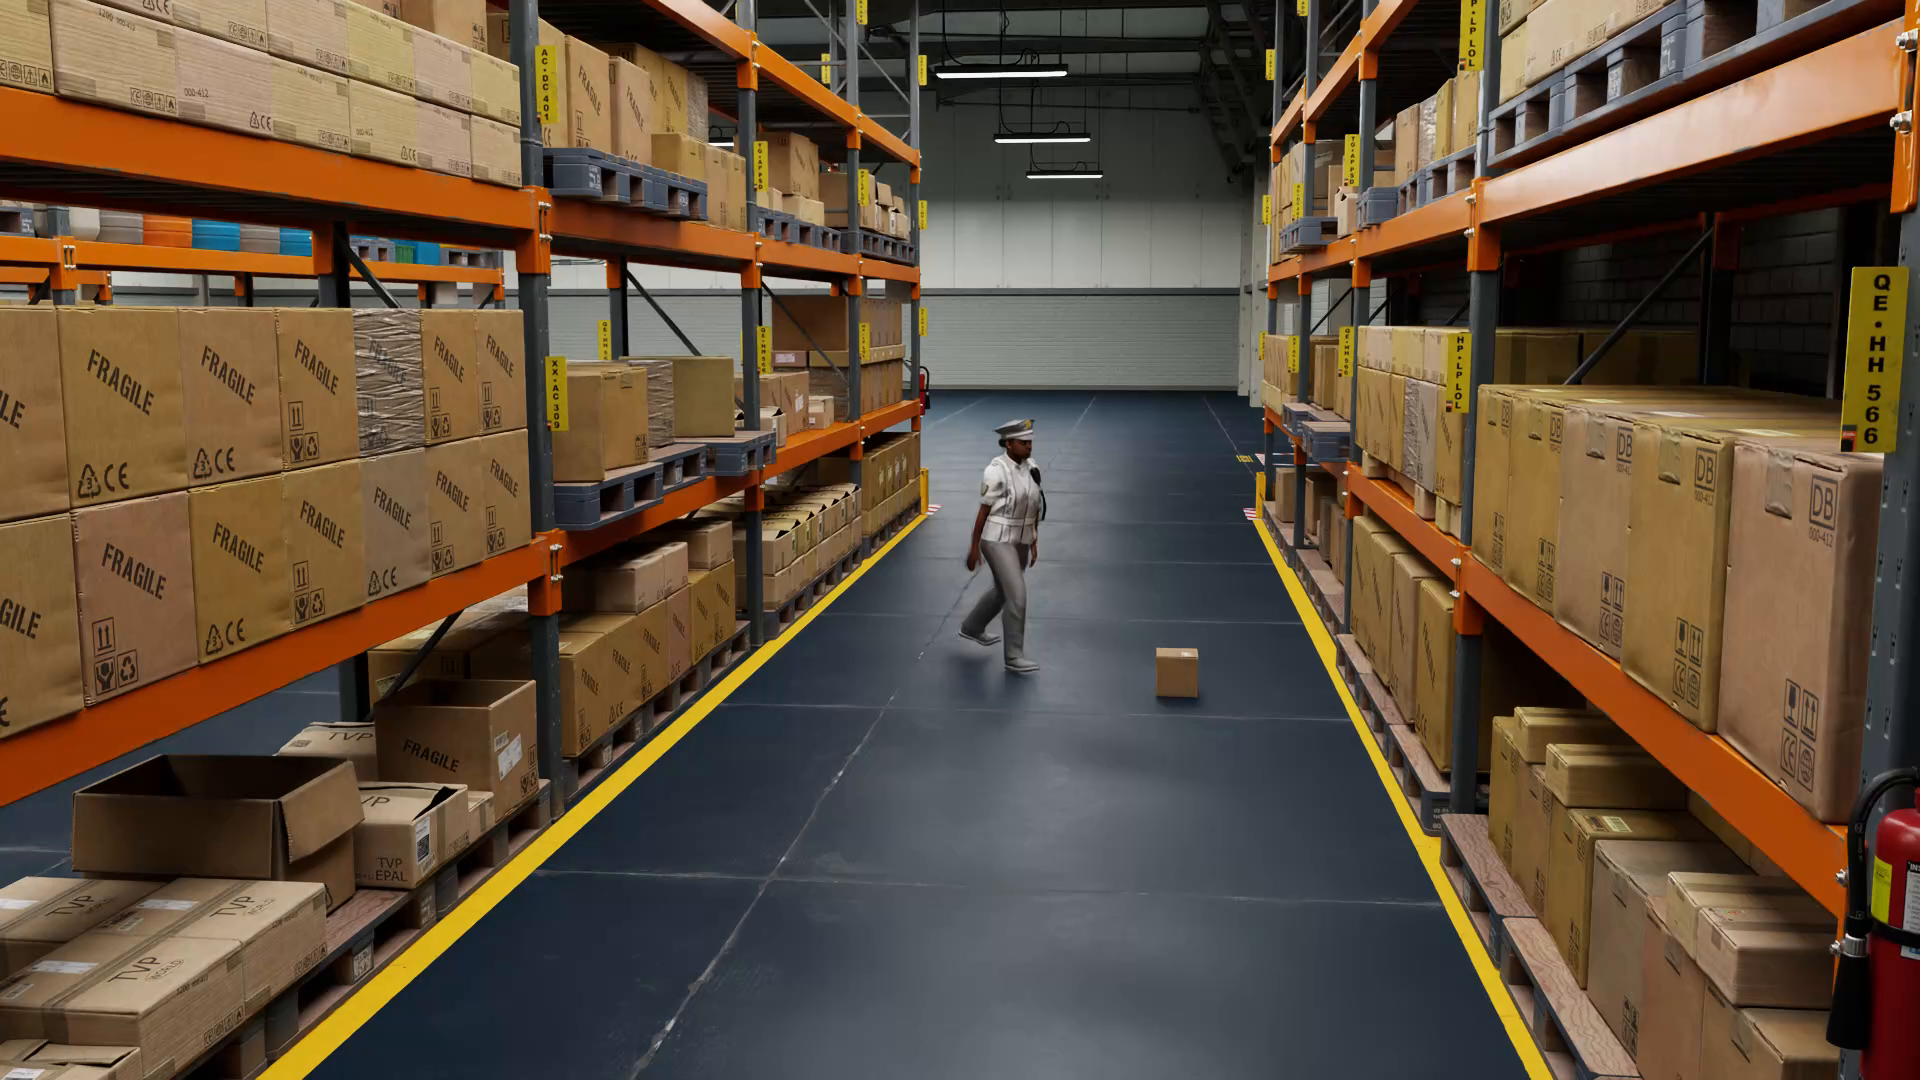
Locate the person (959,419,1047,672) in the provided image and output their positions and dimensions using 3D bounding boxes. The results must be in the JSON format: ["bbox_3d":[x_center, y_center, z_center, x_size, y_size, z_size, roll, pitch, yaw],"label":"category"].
[{"bbox_3d":[0.272,0.001,10.842,0.510,1.606,0.904,-8,11,-44],"label":"person"}]
